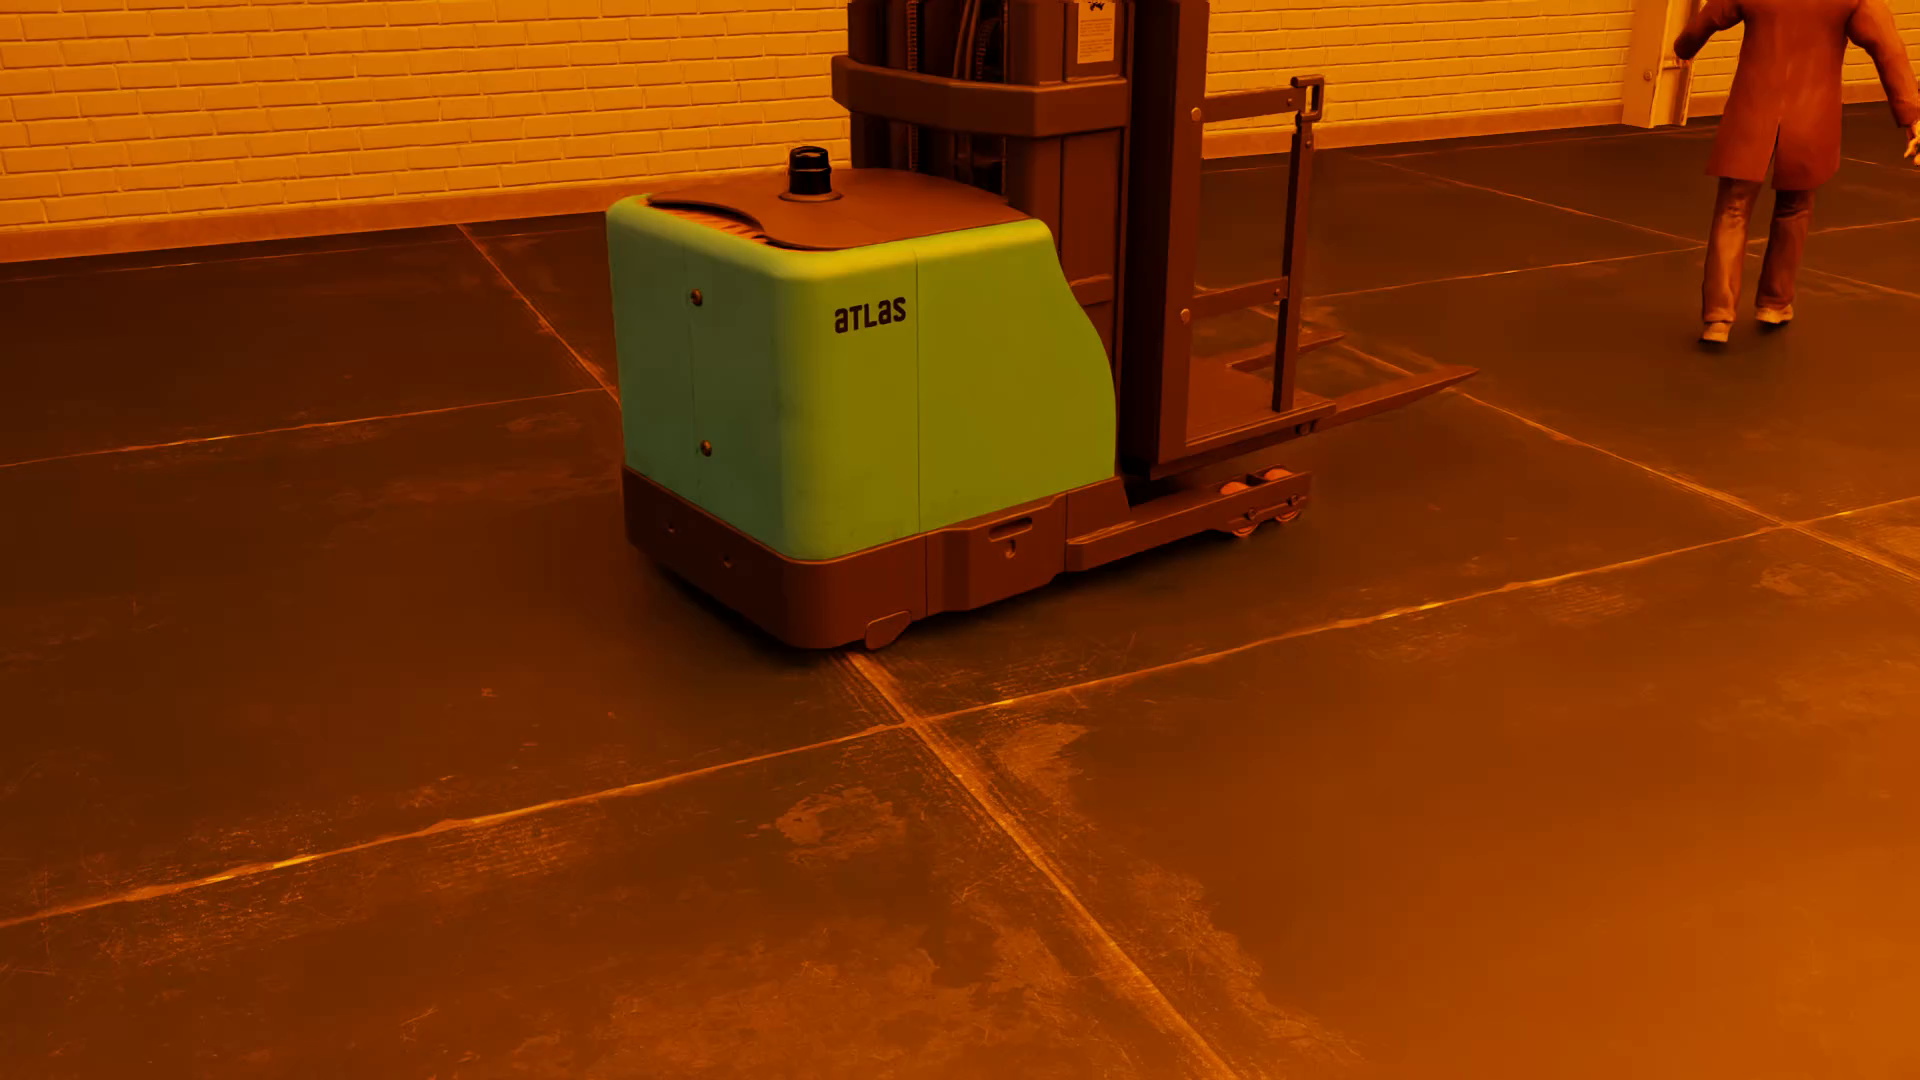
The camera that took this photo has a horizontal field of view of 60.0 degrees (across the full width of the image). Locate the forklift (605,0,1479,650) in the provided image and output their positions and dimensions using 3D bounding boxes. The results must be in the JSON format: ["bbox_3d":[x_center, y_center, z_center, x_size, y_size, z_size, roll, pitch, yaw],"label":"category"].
[{"bbox_3d":[0.480,-1.507,4.914,3.031,2.935,1.130,-17,28,-35],"label":"forklift"}]

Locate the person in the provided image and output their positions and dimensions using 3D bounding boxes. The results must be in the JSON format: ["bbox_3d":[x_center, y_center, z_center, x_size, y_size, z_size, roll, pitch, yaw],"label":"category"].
[{"bbox_3d":[3.443,-1.725,6.908,1.022,1.755,0.812,11,25,25],"label":"person"}]
